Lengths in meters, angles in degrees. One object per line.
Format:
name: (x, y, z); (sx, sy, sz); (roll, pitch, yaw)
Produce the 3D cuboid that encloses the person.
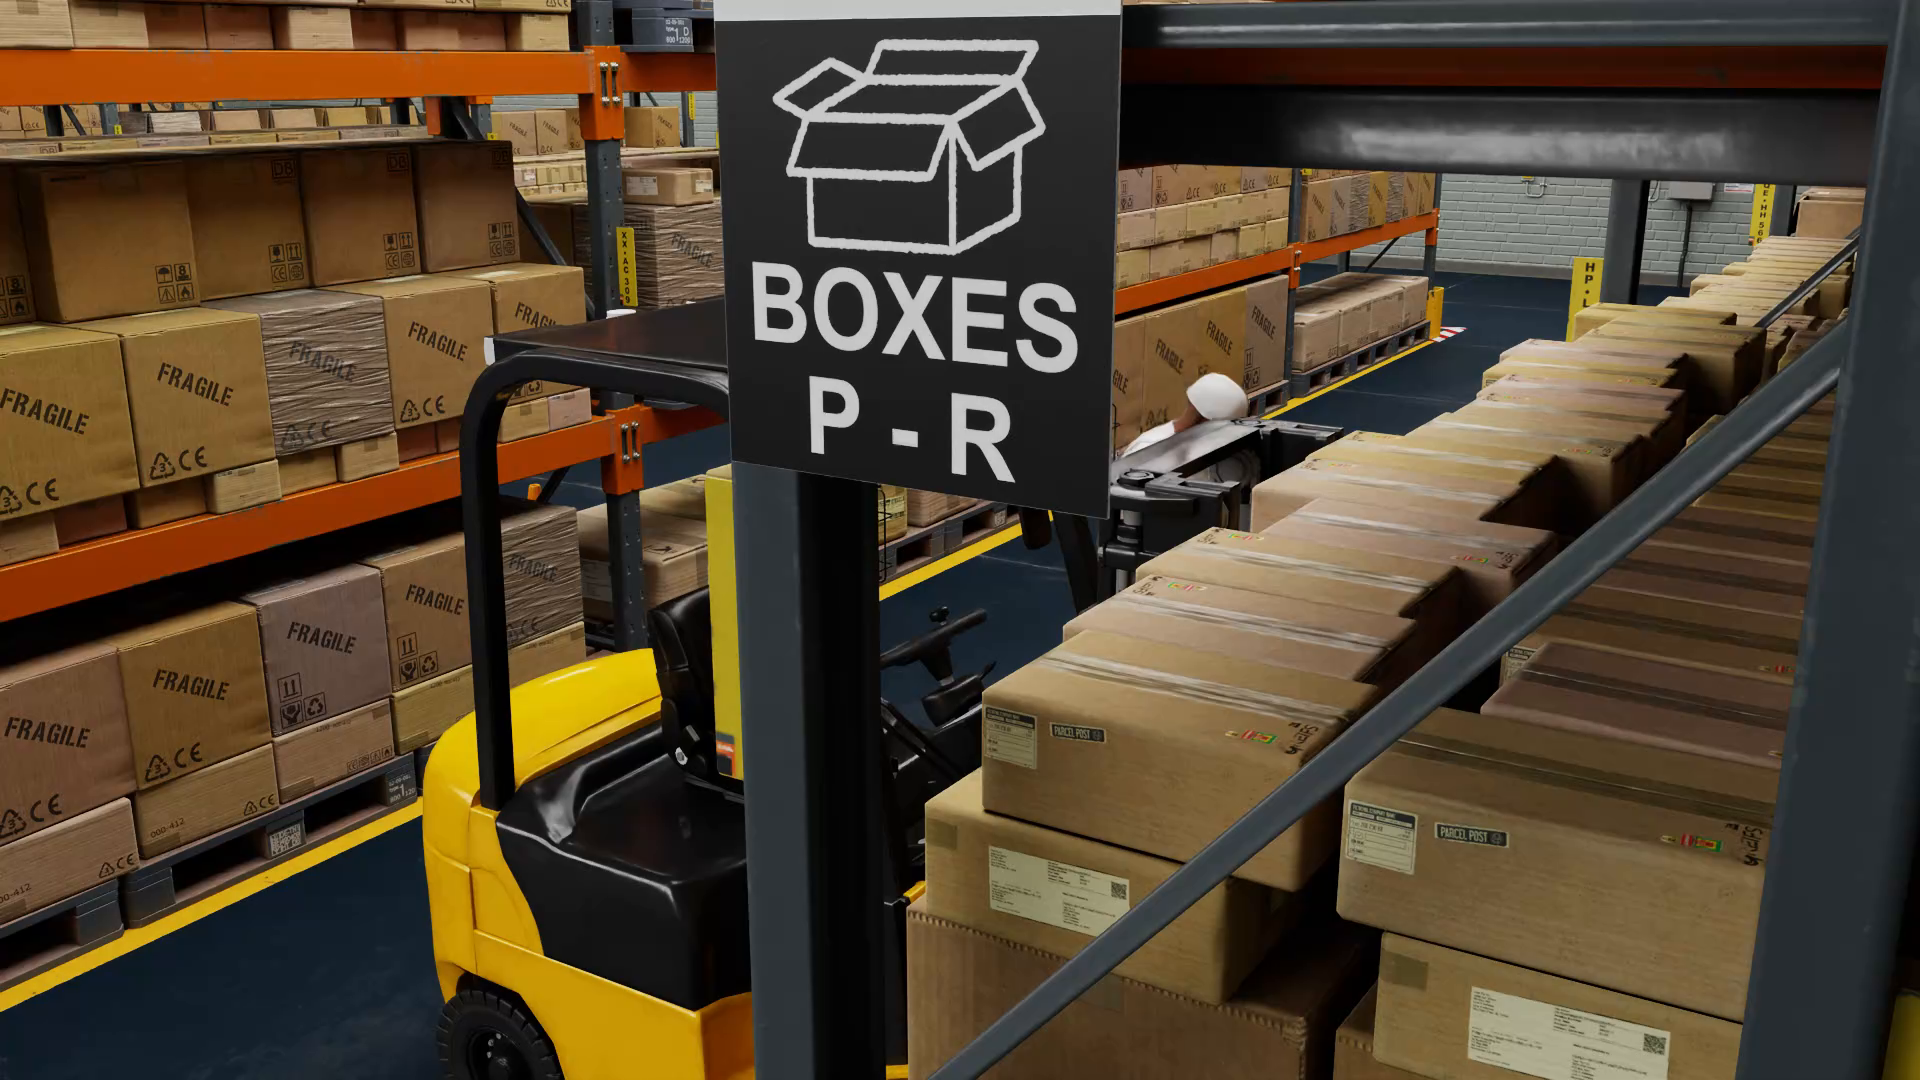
person: (0.835, 0.154, 6.488); (0.554, 1.651, 0.610); (10, 19, 31)
